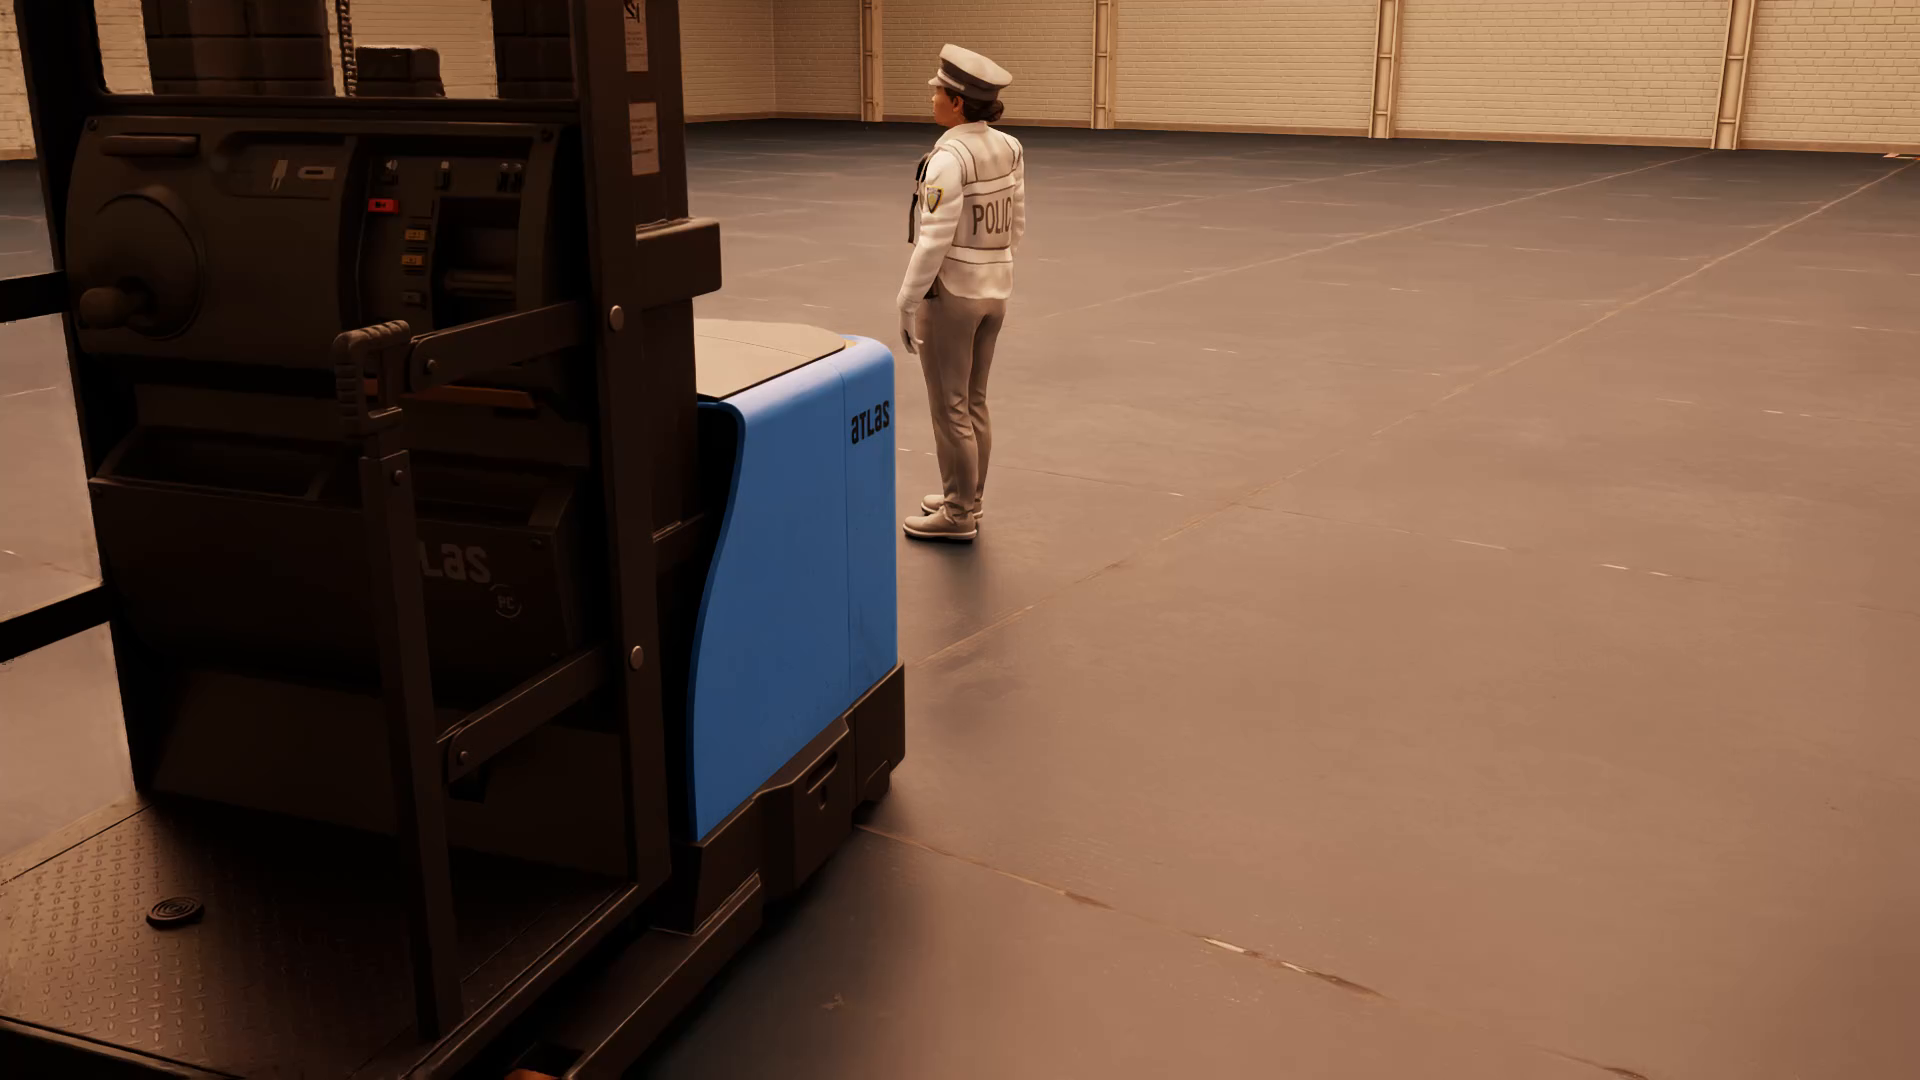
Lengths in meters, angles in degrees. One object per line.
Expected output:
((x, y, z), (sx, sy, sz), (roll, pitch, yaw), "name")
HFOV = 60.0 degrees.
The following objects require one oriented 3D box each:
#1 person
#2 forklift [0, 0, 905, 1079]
((-0.053, -0.831, 5.746), (0.531, 1.695, 0.588), (11, 20, 33), "person")
((-1.112, -0.484, 2.451), (1.130, 2.935, 3.031), (6, 18, 19), "forklift")
